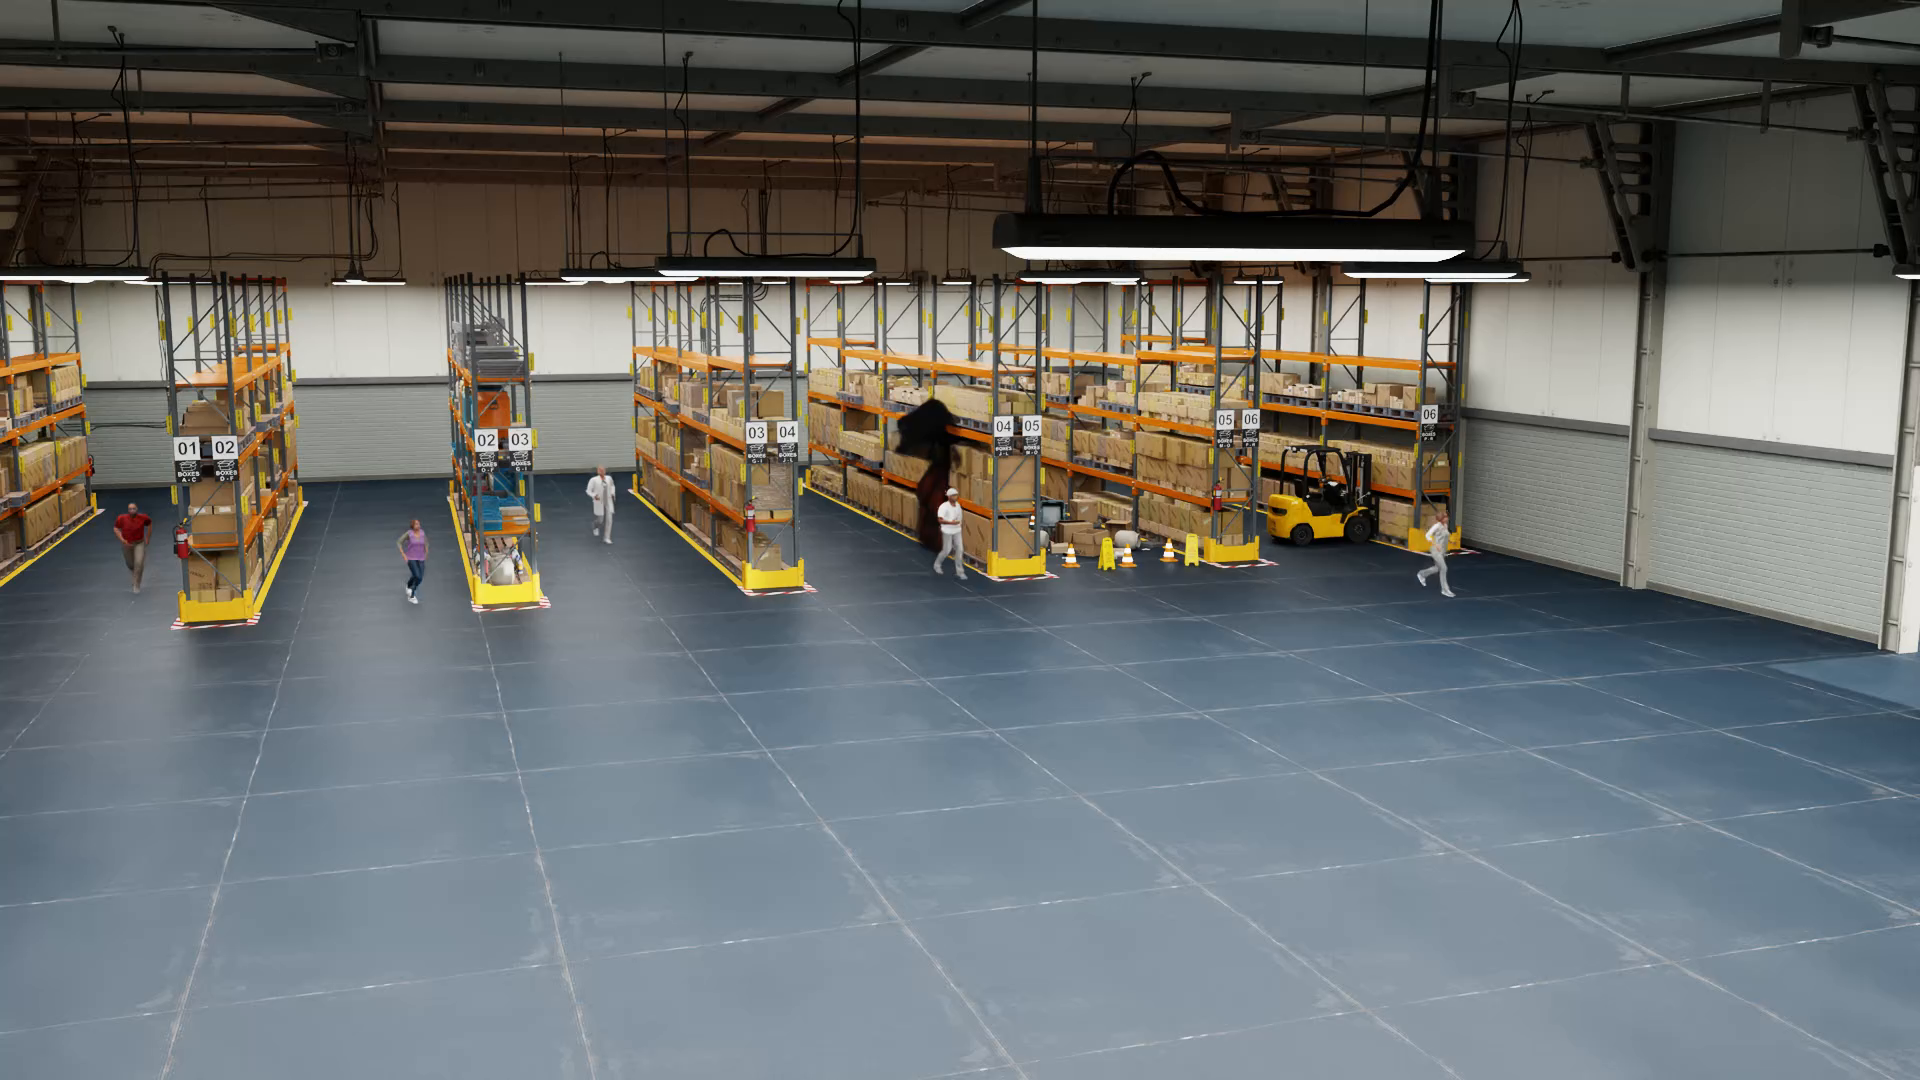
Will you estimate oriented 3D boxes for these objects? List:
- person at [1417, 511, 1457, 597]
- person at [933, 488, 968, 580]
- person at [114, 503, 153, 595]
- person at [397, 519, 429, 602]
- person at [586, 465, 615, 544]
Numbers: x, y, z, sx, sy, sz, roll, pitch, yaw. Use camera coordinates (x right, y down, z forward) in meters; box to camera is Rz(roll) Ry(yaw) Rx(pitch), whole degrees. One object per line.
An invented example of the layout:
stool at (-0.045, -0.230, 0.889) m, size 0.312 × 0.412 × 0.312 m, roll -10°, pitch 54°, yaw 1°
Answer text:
person at (8.952, 0.243, 31.282) m, size 0.842 × 1.588 × 0.545 m, roll 8°, pitch 12°, yaw 42°
person at (-0.183, -0.133, 33.084) m, size 0.719 × 1.813 × 0.834 m, roll -8°, pitch 12°, yaw -42°
person at (-15.758, 0.125, 31.757) m, size 0.663 × 1.732 × 1.077 m, roll -3°, pitch 9°, yaw -21°
person at (-9.953, 0.380, 30.433) m, size 0.541 × 1.556 × 0.545 m, roll -8°, pitch 12°, yaw -44°
person at (-8.106, -0.817, 37.708) m, size 0.712 × 1.764 × 0.918 m, roll -5°, pitch 10°, yaw -31°
